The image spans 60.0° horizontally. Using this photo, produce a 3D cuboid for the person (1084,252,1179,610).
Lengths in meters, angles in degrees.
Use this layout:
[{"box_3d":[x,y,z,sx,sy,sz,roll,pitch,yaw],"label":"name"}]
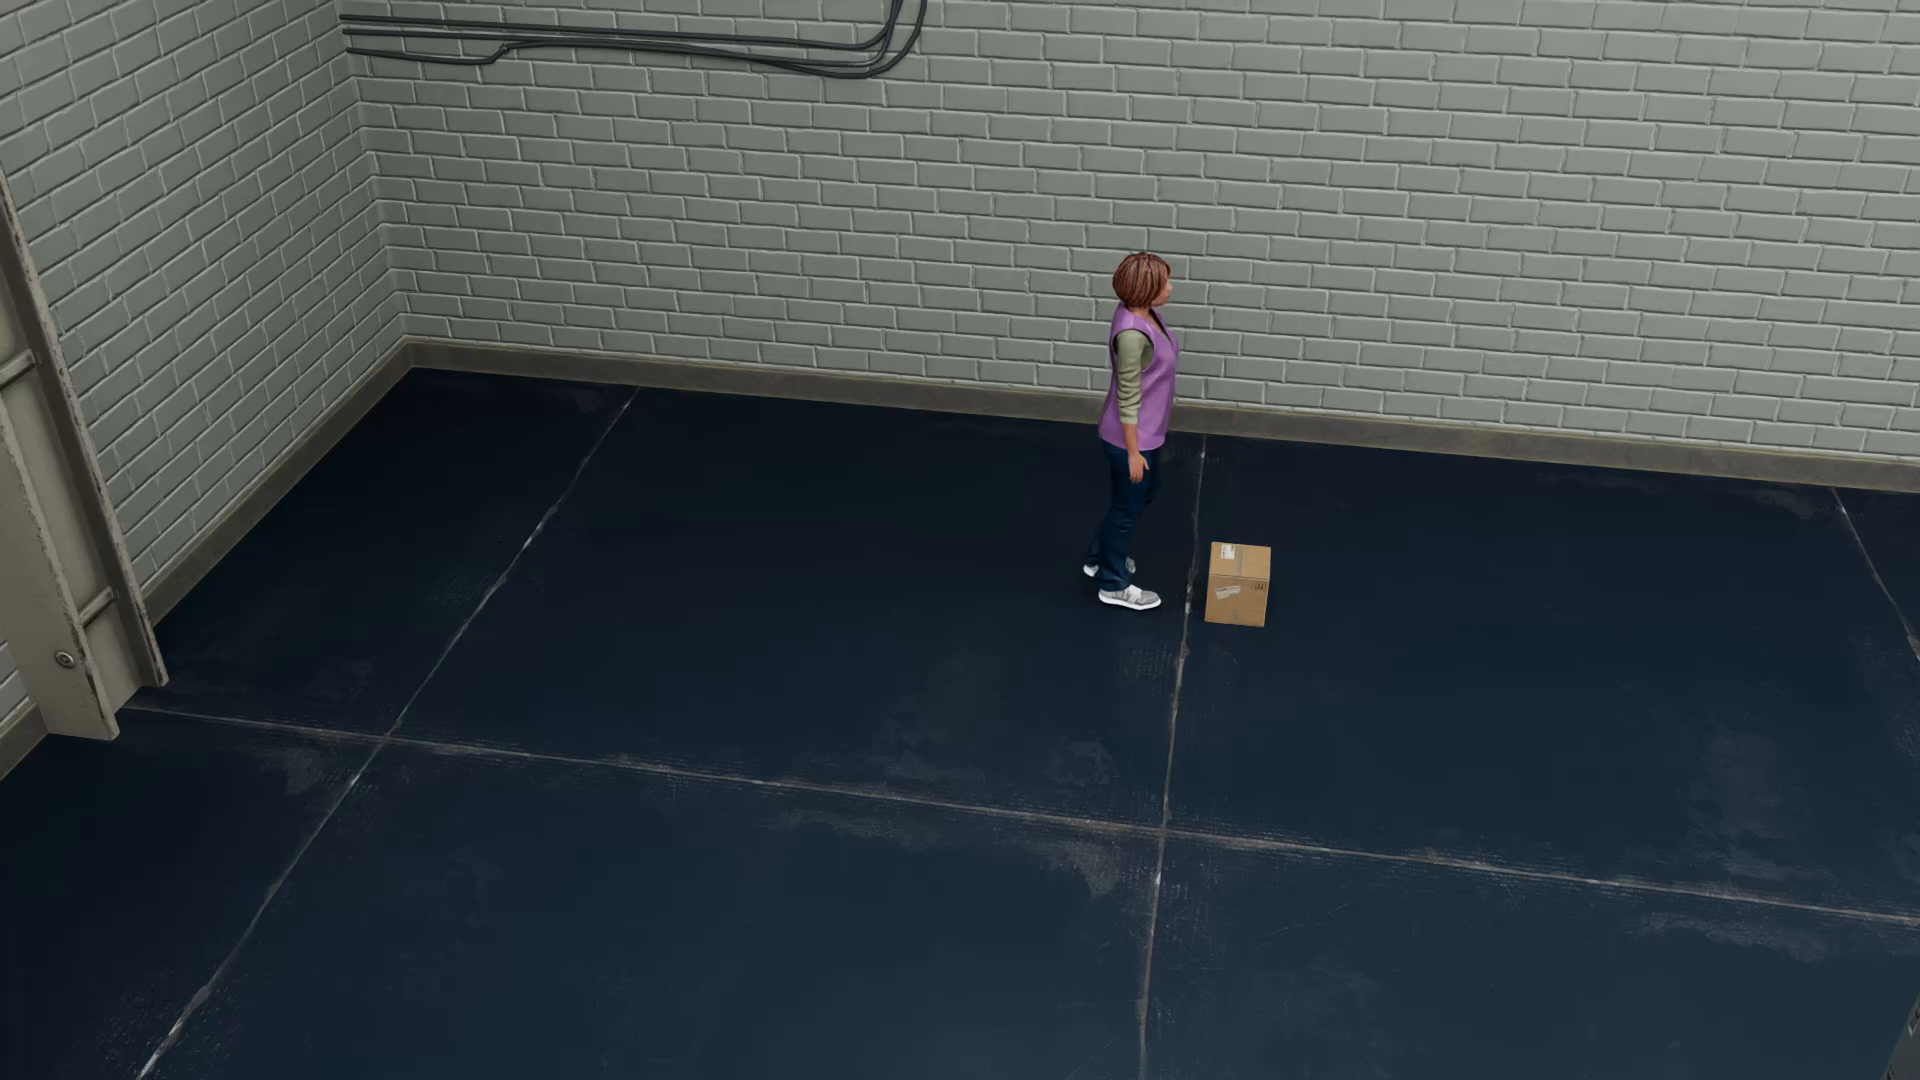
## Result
[{"box_3d":[0.704,-0.442,6.804,0.352,1.596,0.422,6,33,9],"label":"person"}]
